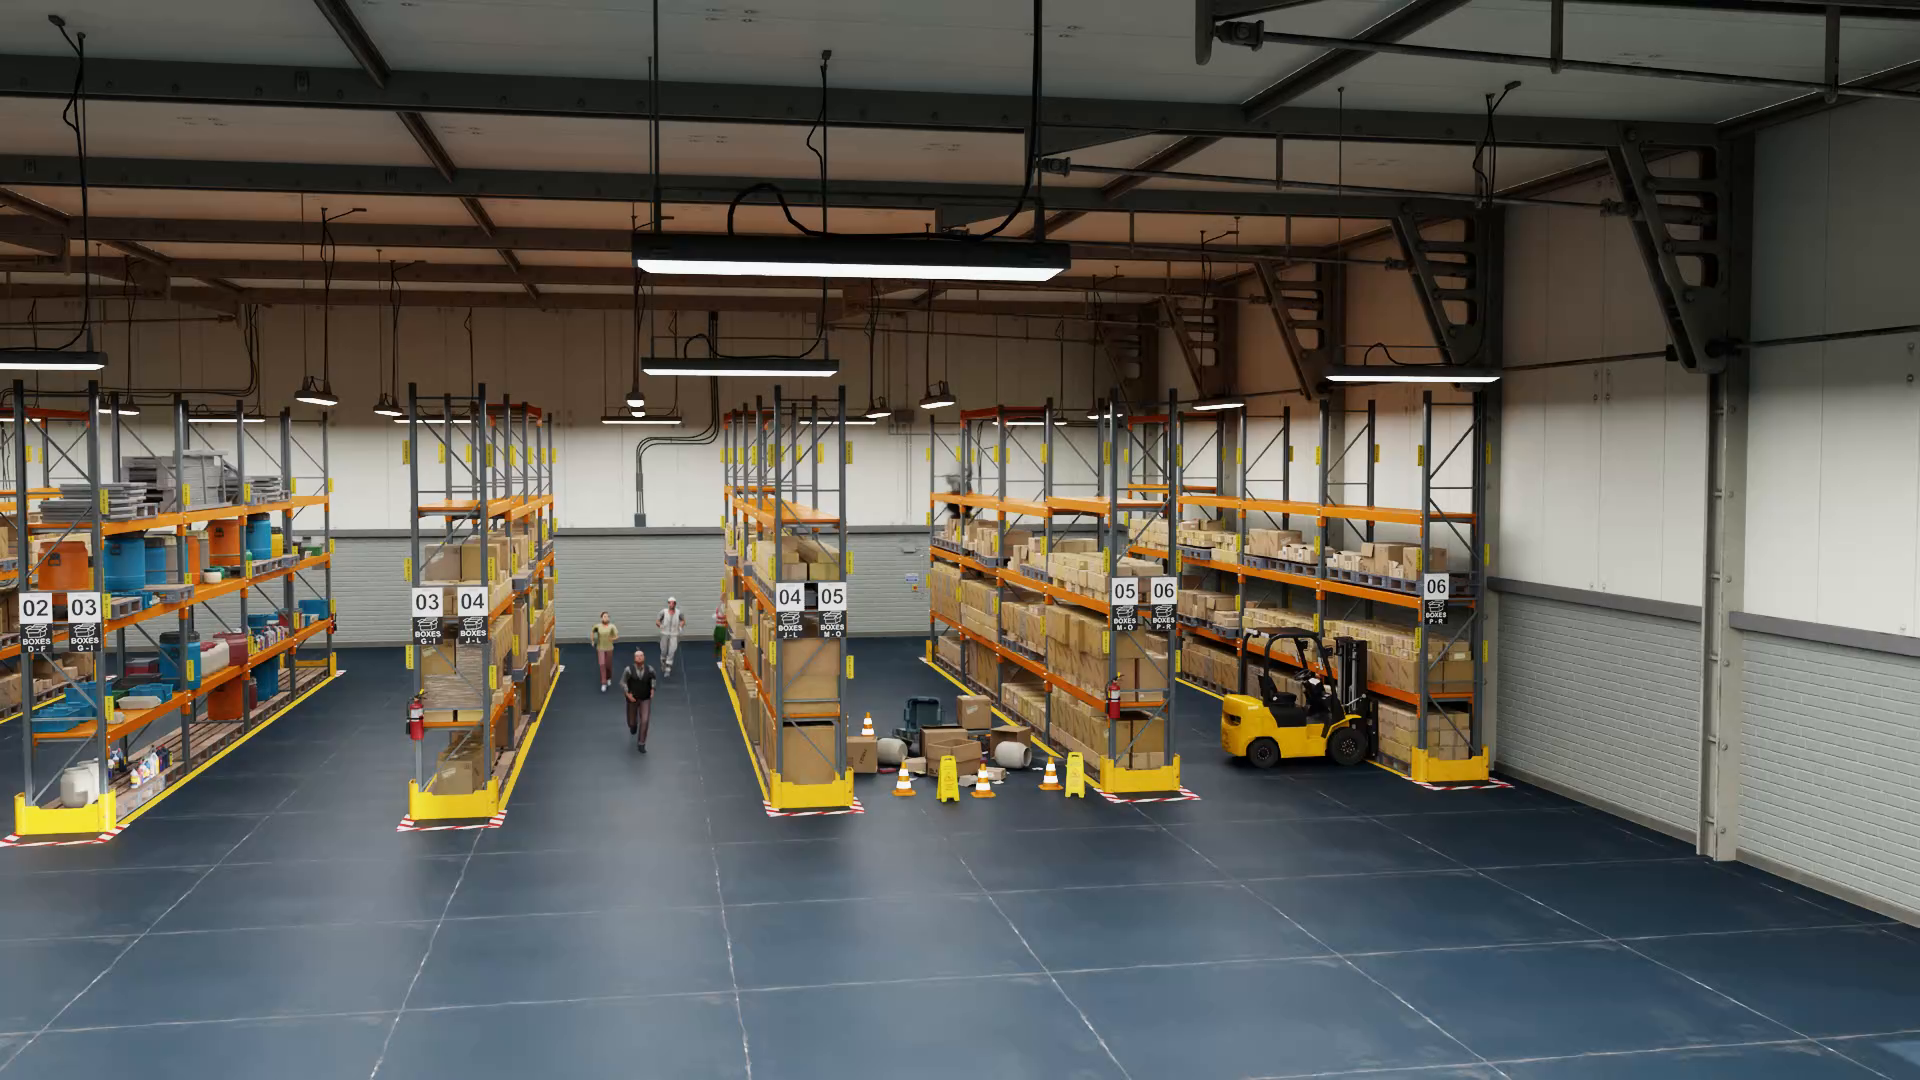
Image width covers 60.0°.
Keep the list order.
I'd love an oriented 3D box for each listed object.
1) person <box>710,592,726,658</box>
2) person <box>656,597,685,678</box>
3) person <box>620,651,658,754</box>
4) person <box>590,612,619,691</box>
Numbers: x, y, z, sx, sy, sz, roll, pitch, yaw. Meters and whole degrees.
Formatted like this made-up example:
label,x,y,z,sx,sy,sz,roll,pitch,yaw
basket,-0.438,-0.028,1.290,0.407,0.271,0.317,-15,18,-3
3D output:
label,x,y,z,sx,sy,sz,roll,pitch,yaw
person,-5.885,2.077,40.777,0.672,1.760,0.790,0,3,5
person,-6.596,2.196,37.903,0.665,1.790,0.897,0,3,-9
person,-5.478,2.743,28.381,0.645,1.708,0.978,-1,3,-11
person,-7.580,2.349,35.517,0.594,1.632,1.042,-1,3,-15
